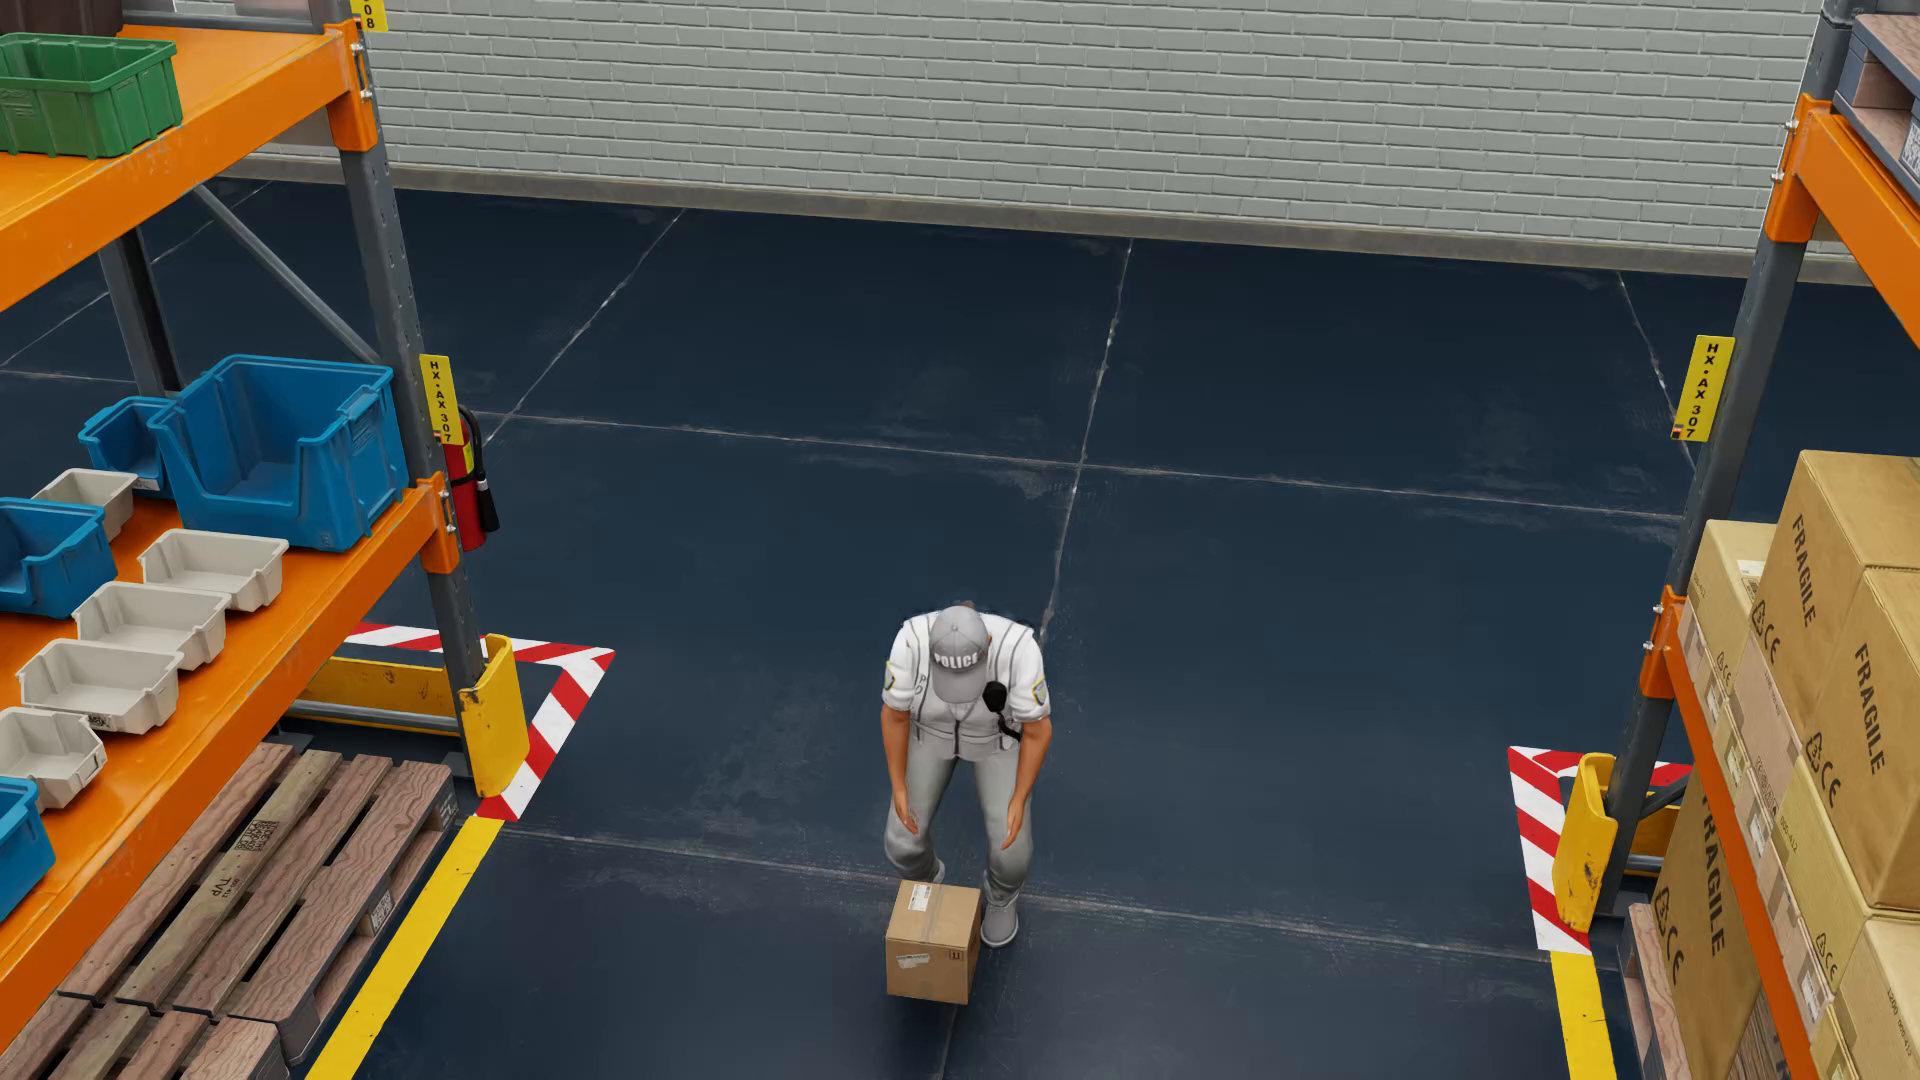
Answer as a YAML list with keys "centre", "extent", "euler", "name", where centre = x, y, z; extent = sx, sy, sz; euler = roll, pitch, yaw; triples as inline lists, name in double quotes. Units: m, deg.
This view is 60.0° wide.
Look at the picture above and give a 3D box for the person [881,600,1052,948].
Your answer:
- centre: [0.030, 0.696, 5.274]
  extent: [0.532, 1.432, 0.691]
  euler: [6, 33, 9]
  name: "person"
